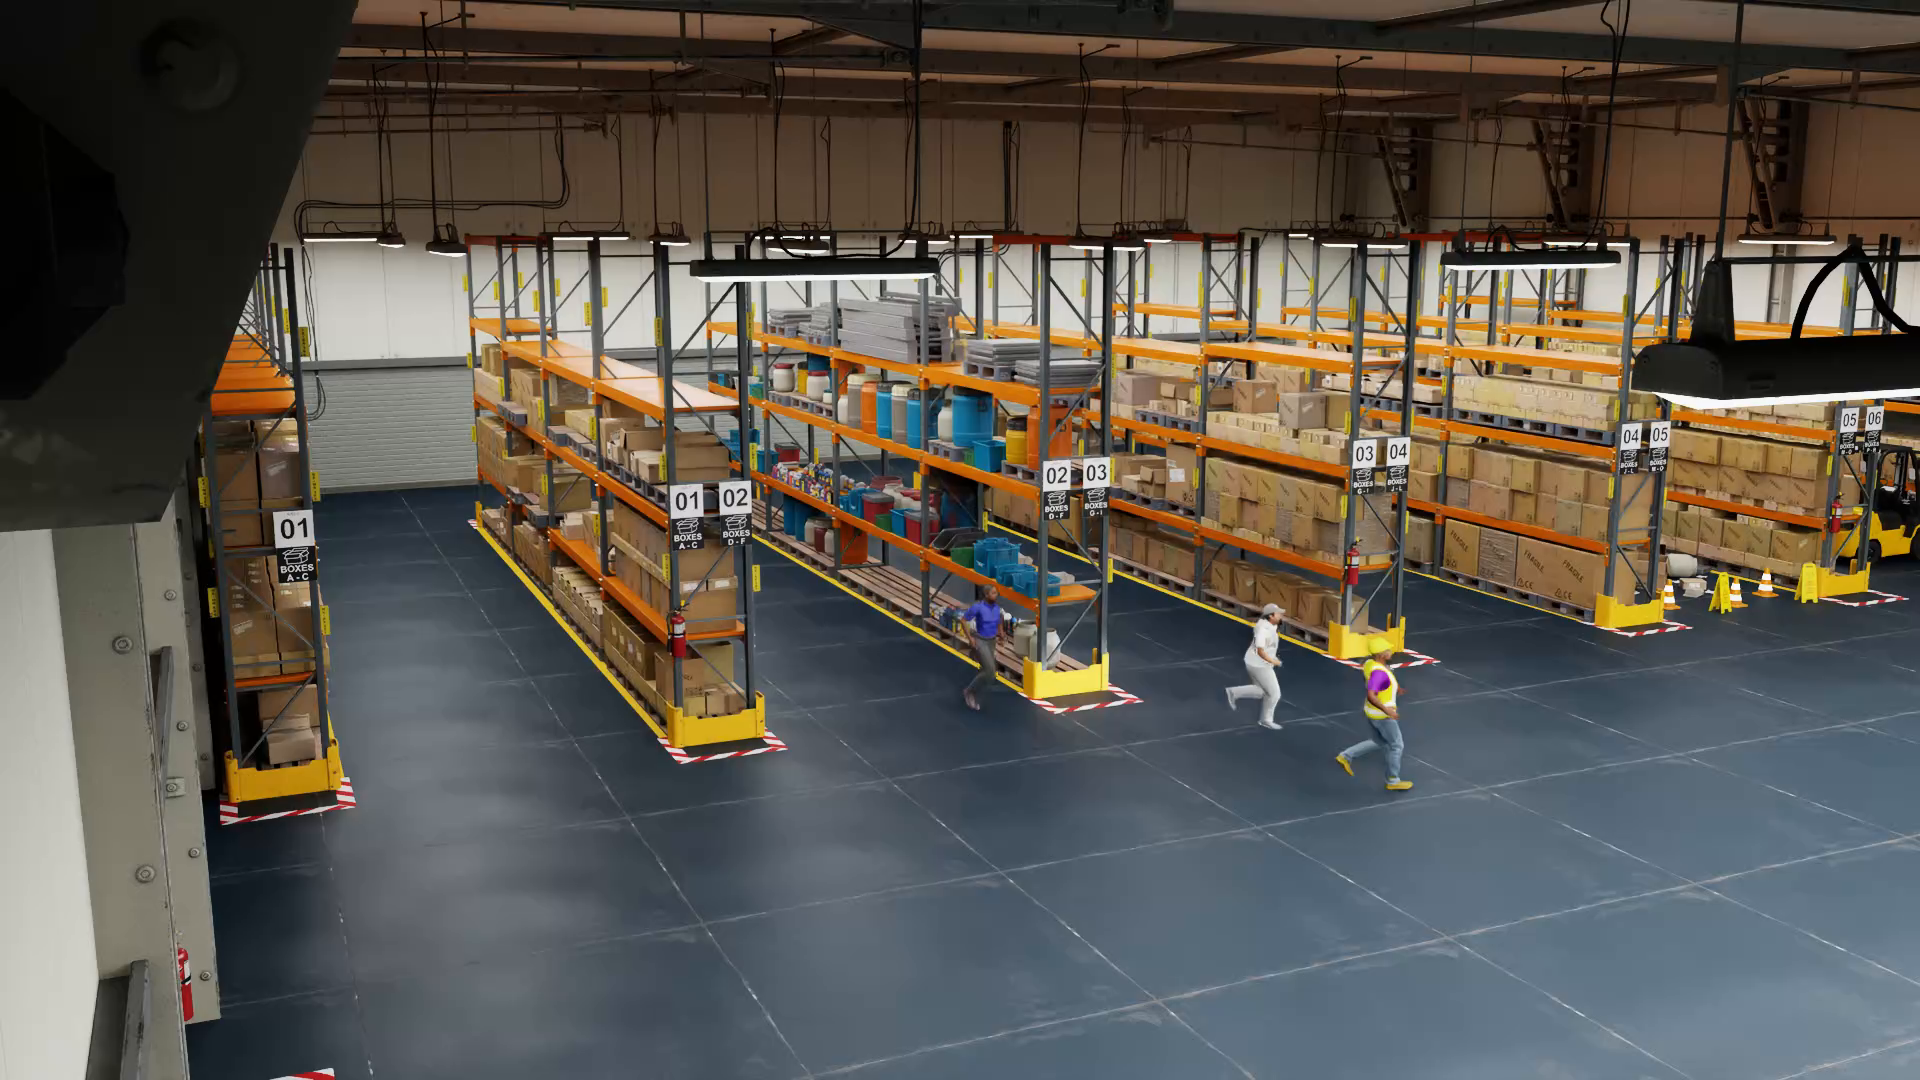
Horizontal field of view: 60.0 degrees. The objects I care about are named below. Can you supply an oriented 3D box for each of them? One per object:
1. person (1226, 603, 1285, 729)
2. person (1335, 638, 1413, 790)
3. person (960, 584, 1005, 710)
[{"bbox_3d":[3.705,1.585,20.857,0.707,1.641,0.629,1,11,5],"label":"person"},{"bbox_3d":[4.664,1.941,18.571,0.856,1.738,0.714,0,11,1],"label":"person"},{"bbox_3d":[0.346,1.392,21.721,0.551,1.616,0.608,9,14,39],"label":"person"}]
